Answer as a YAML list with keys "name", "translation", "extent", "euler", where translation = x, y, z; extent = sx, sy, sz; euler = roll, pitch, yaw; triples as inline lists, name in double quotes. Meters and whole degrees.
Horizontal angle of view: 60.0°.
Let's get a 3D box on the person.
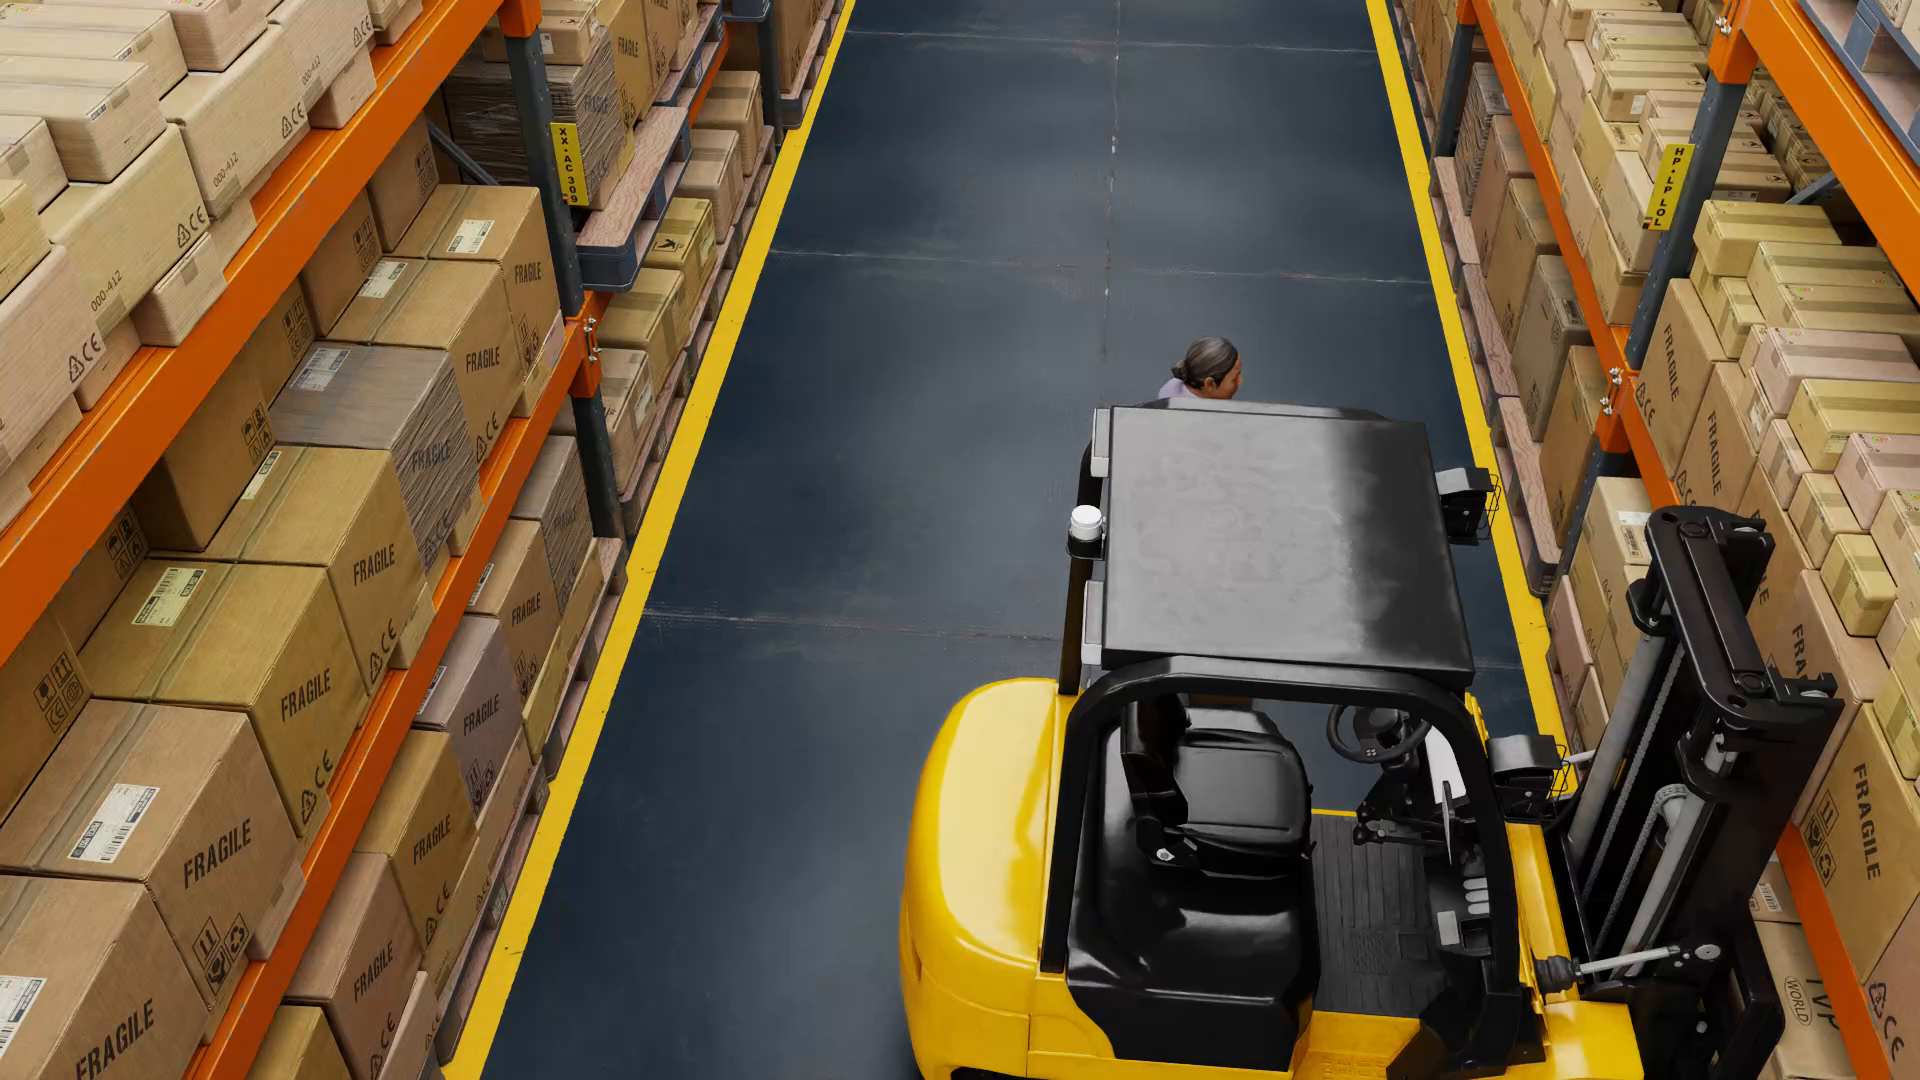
- name: "person"
  translation: [0.810, -0.047, 6.218]
  extent: [0.371, 1.652, 0.538]
  euler: [4, 40, 4]
